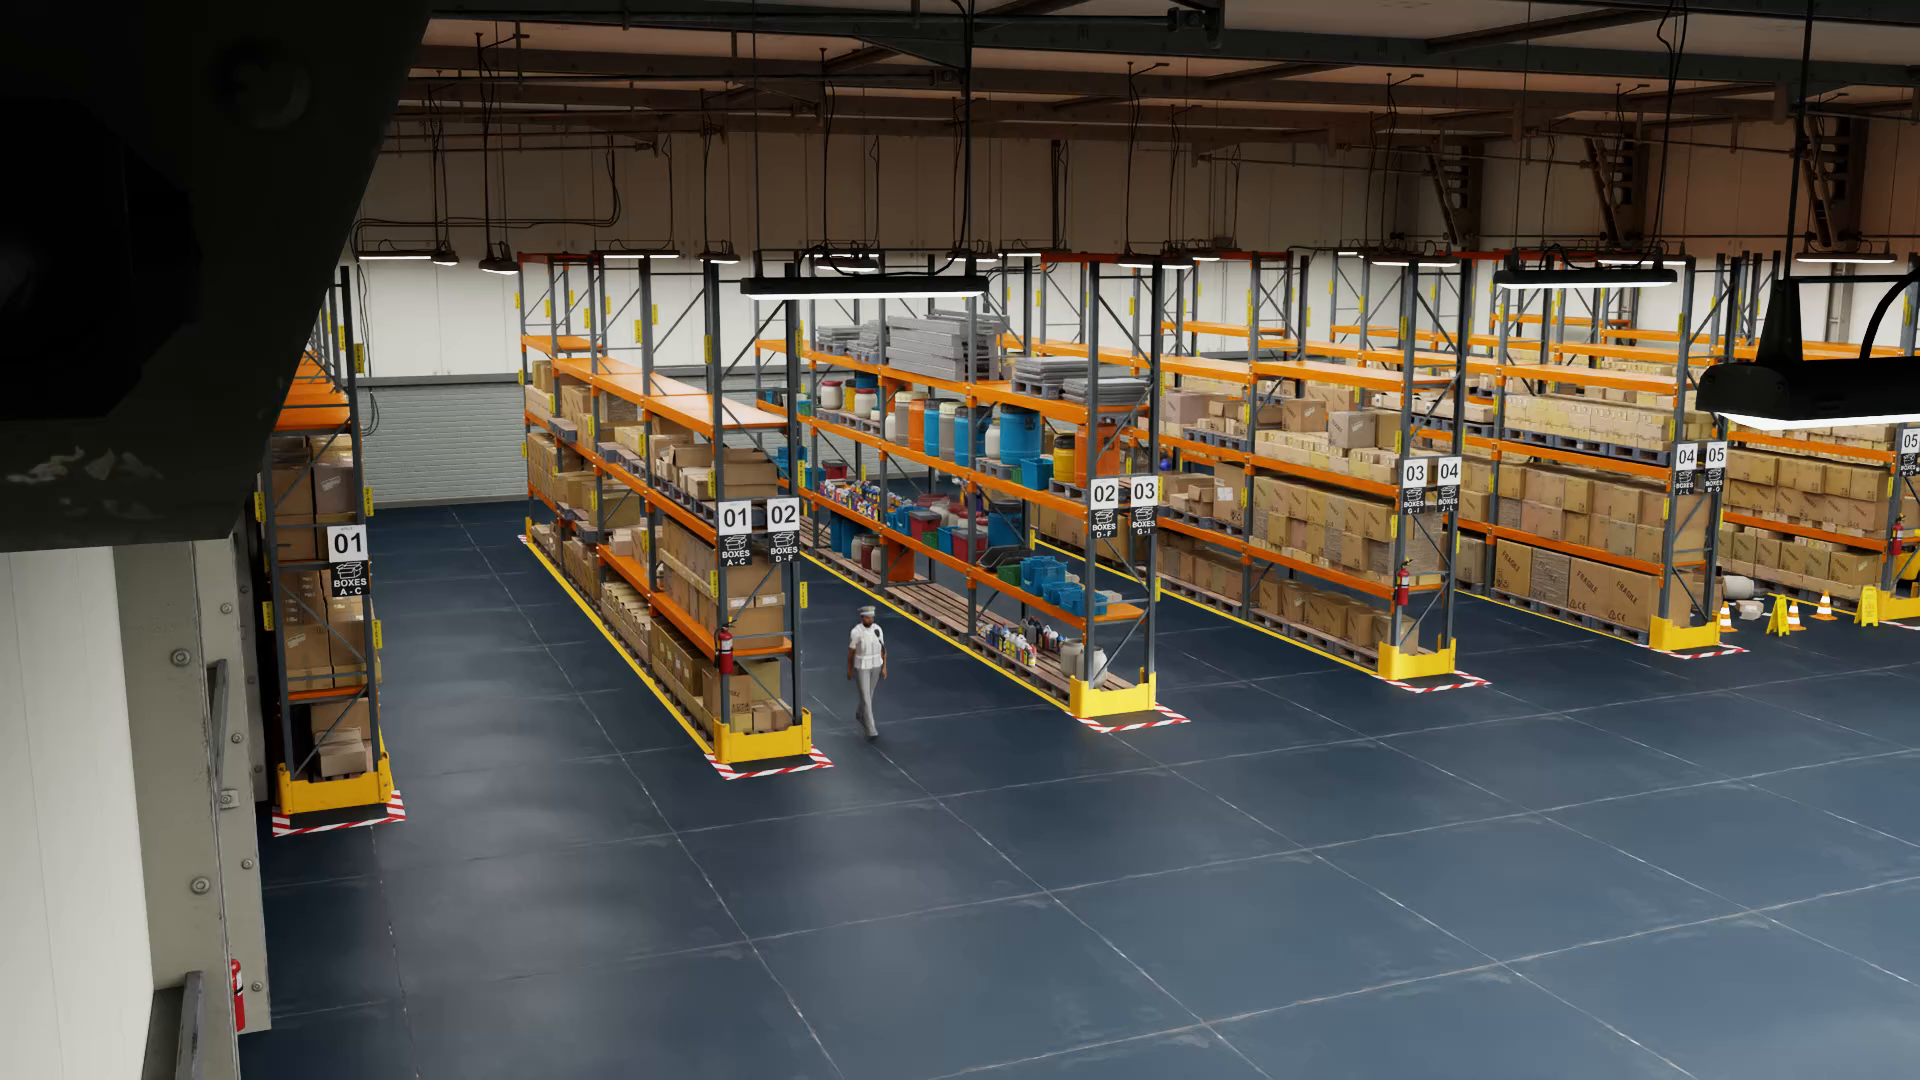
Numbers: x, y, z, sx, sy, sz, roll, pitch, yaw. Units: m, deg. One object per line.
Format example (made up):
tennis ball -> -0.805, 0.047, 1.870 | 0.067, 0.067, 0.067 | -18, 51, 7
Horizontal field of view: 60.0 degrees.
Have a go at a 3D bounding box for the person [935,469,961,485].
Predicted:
person -> -0.308, -2.294, 42.650 | 0.867, 1.777, 0.590 | 2, 11, 11

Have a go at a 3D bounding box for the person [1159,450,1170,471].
person -> 4.539, -1.182, 36.892 | 0.427, 1.657, 0.503 | 5, 11, 23

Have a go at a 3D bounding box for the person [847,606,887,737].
person -> -1.165, 1.649, 21.374 | 0.509, 1.630, 0.950 | -7, 13, -35

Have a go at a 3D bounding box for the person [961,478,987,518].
person -> 0.307, -0.890, 35.581 | 0.640, 1.557, 0.743 | -2, 11, -11
